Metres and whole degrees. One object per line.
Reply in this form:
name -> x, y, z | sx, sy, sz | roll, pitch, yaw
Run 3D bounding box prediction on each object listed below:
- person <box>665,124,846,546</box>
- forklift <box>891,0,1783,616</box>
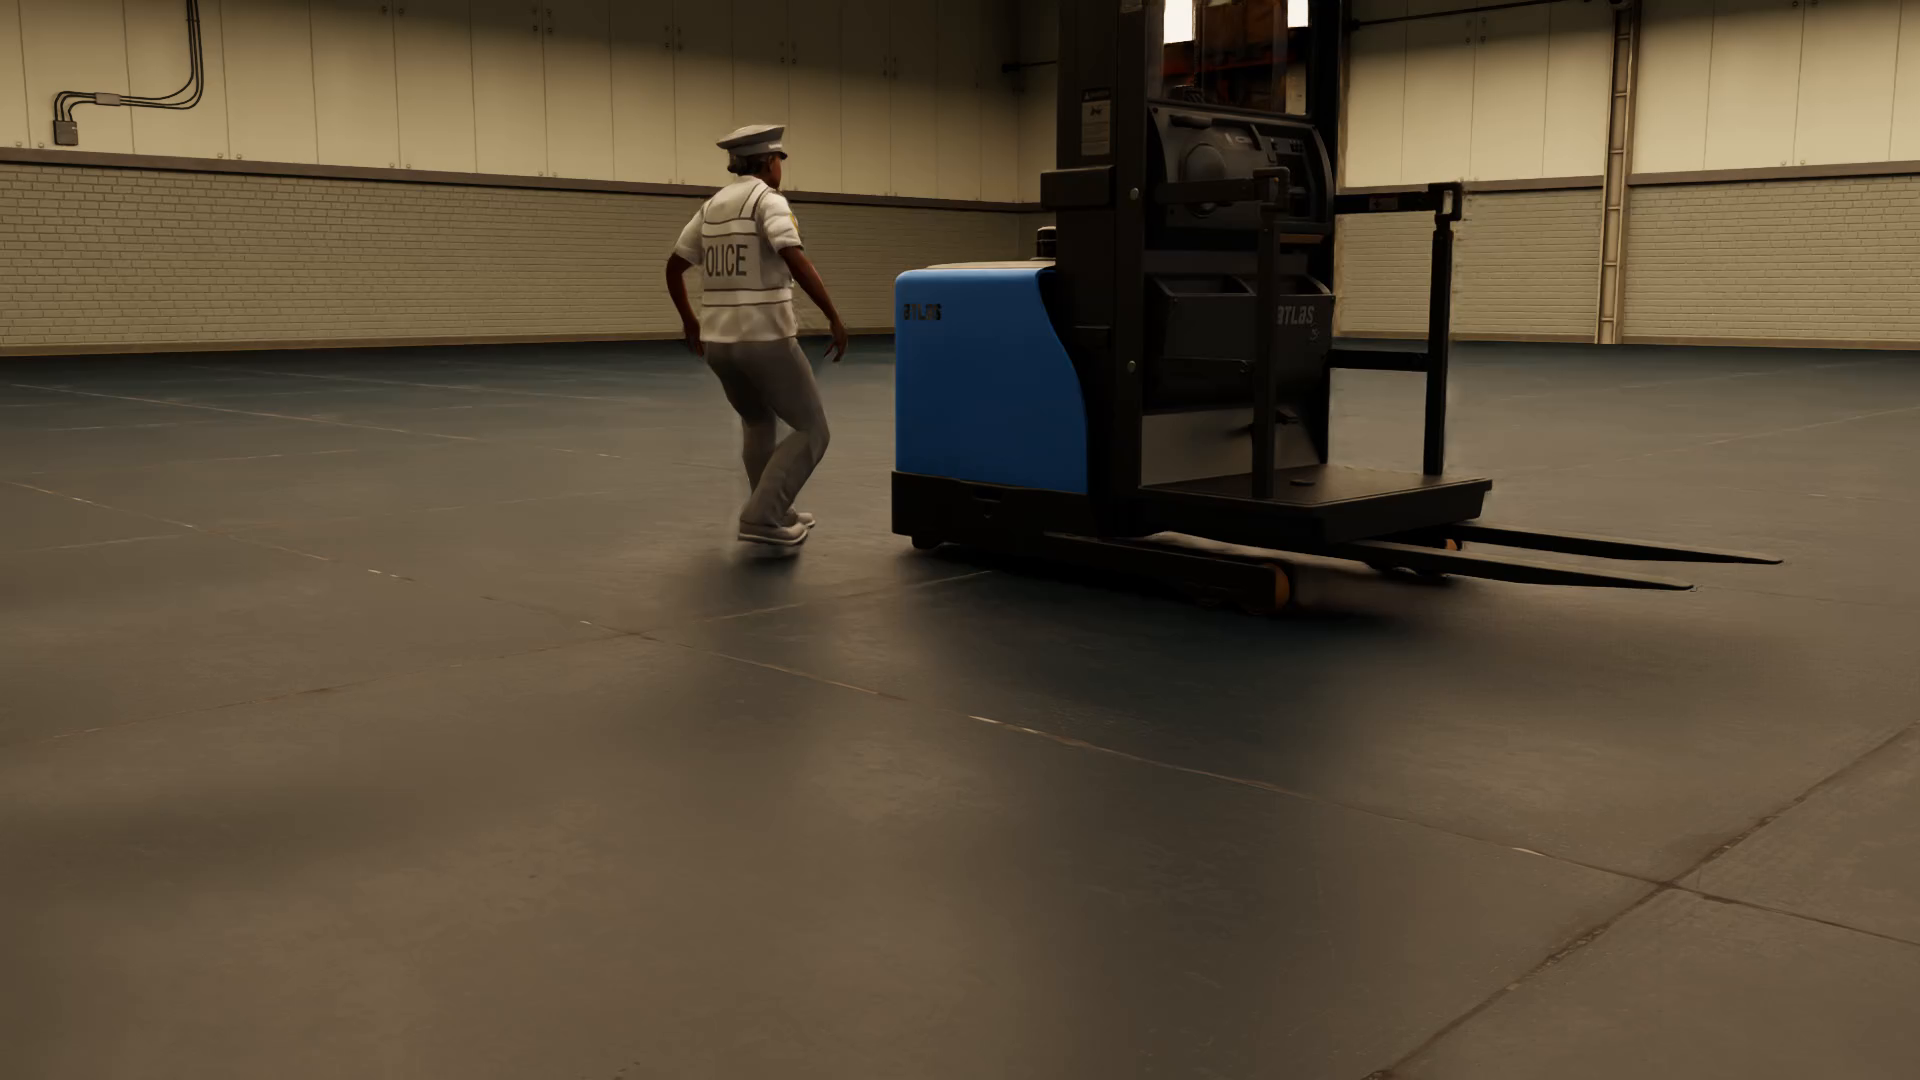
person -> -0.678, -0.776, 6.344 | 0.813, 1.582, 0.678 | 7, 11, 41
forklift -> 1.113, -1.300, 5.509 | 1.130, 2.935, 3.031 | -8, 12, -43
